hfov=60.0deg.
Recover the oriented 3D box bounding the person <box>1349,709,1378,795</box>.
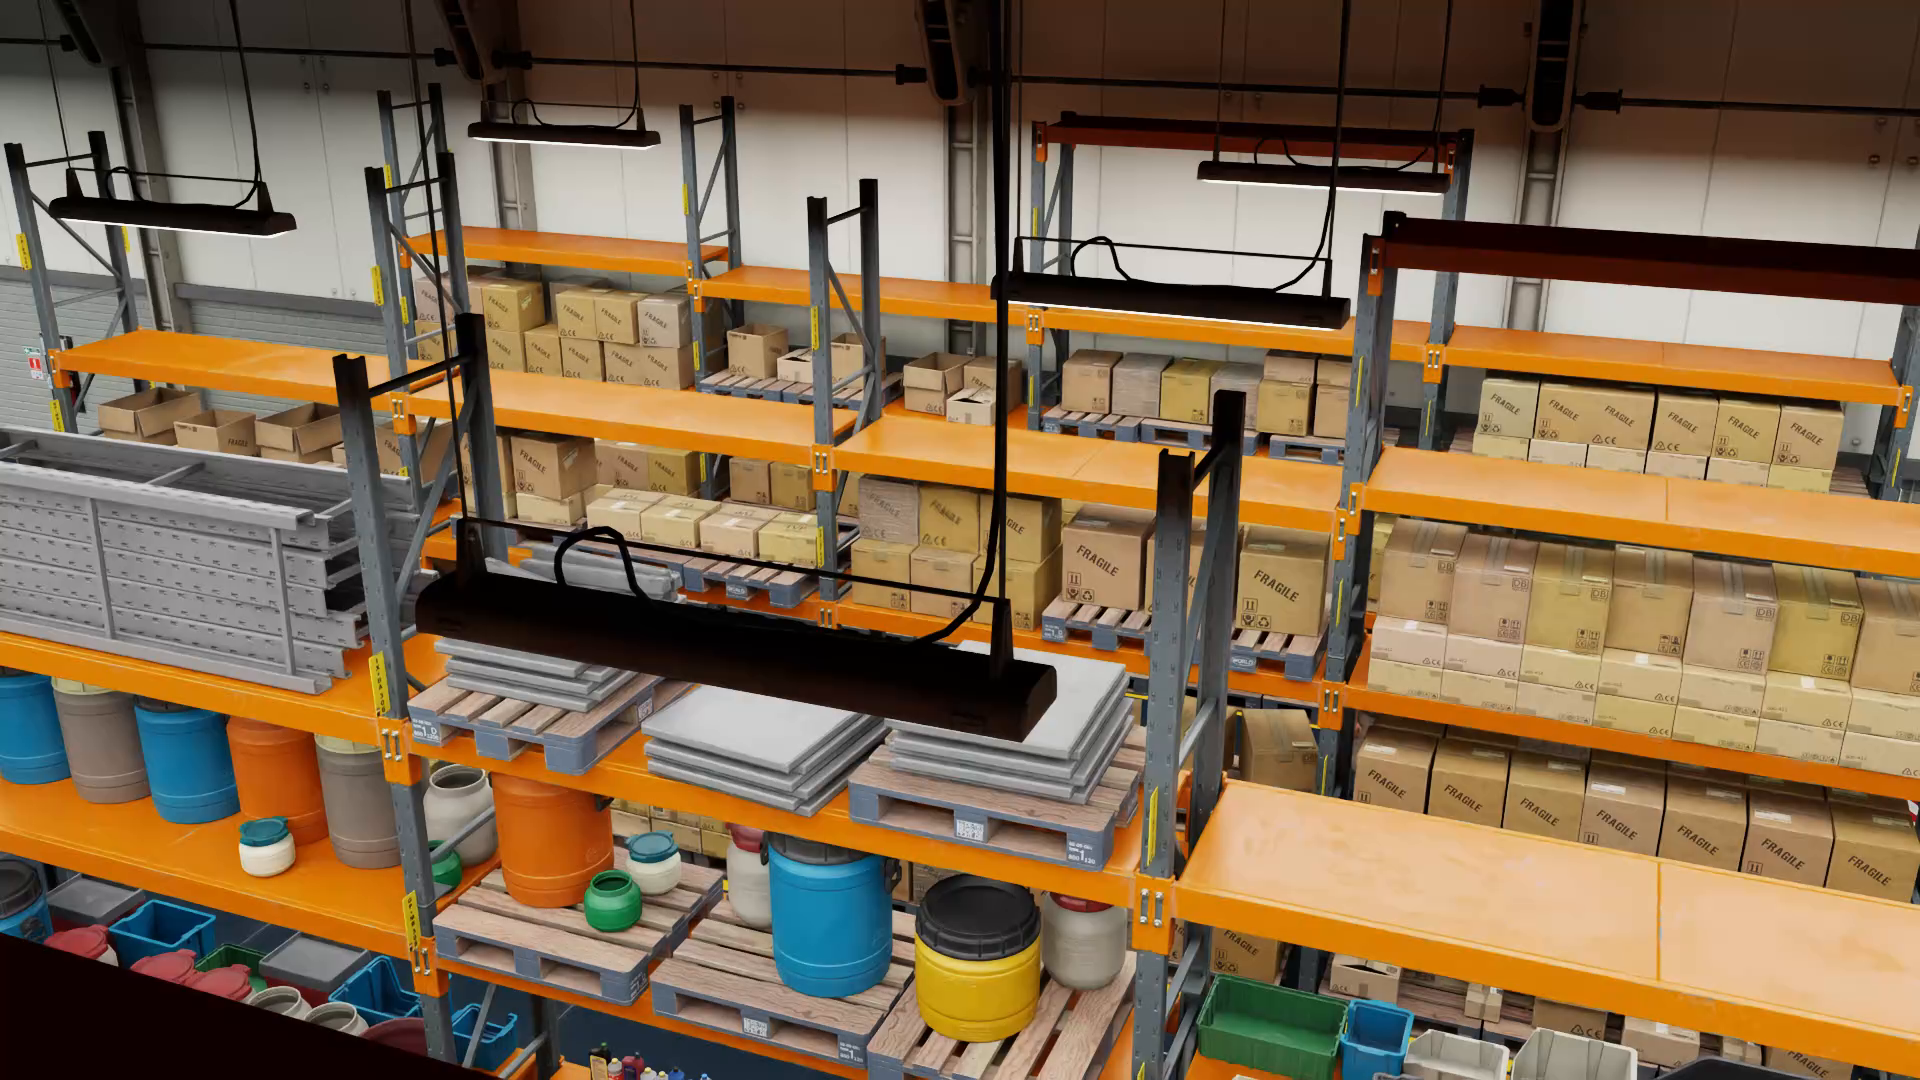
[{"bbox_3d":[3.871,1.657,15.630,0.573,1.726,0.516,-11,23,-26],"label":"person"}]
